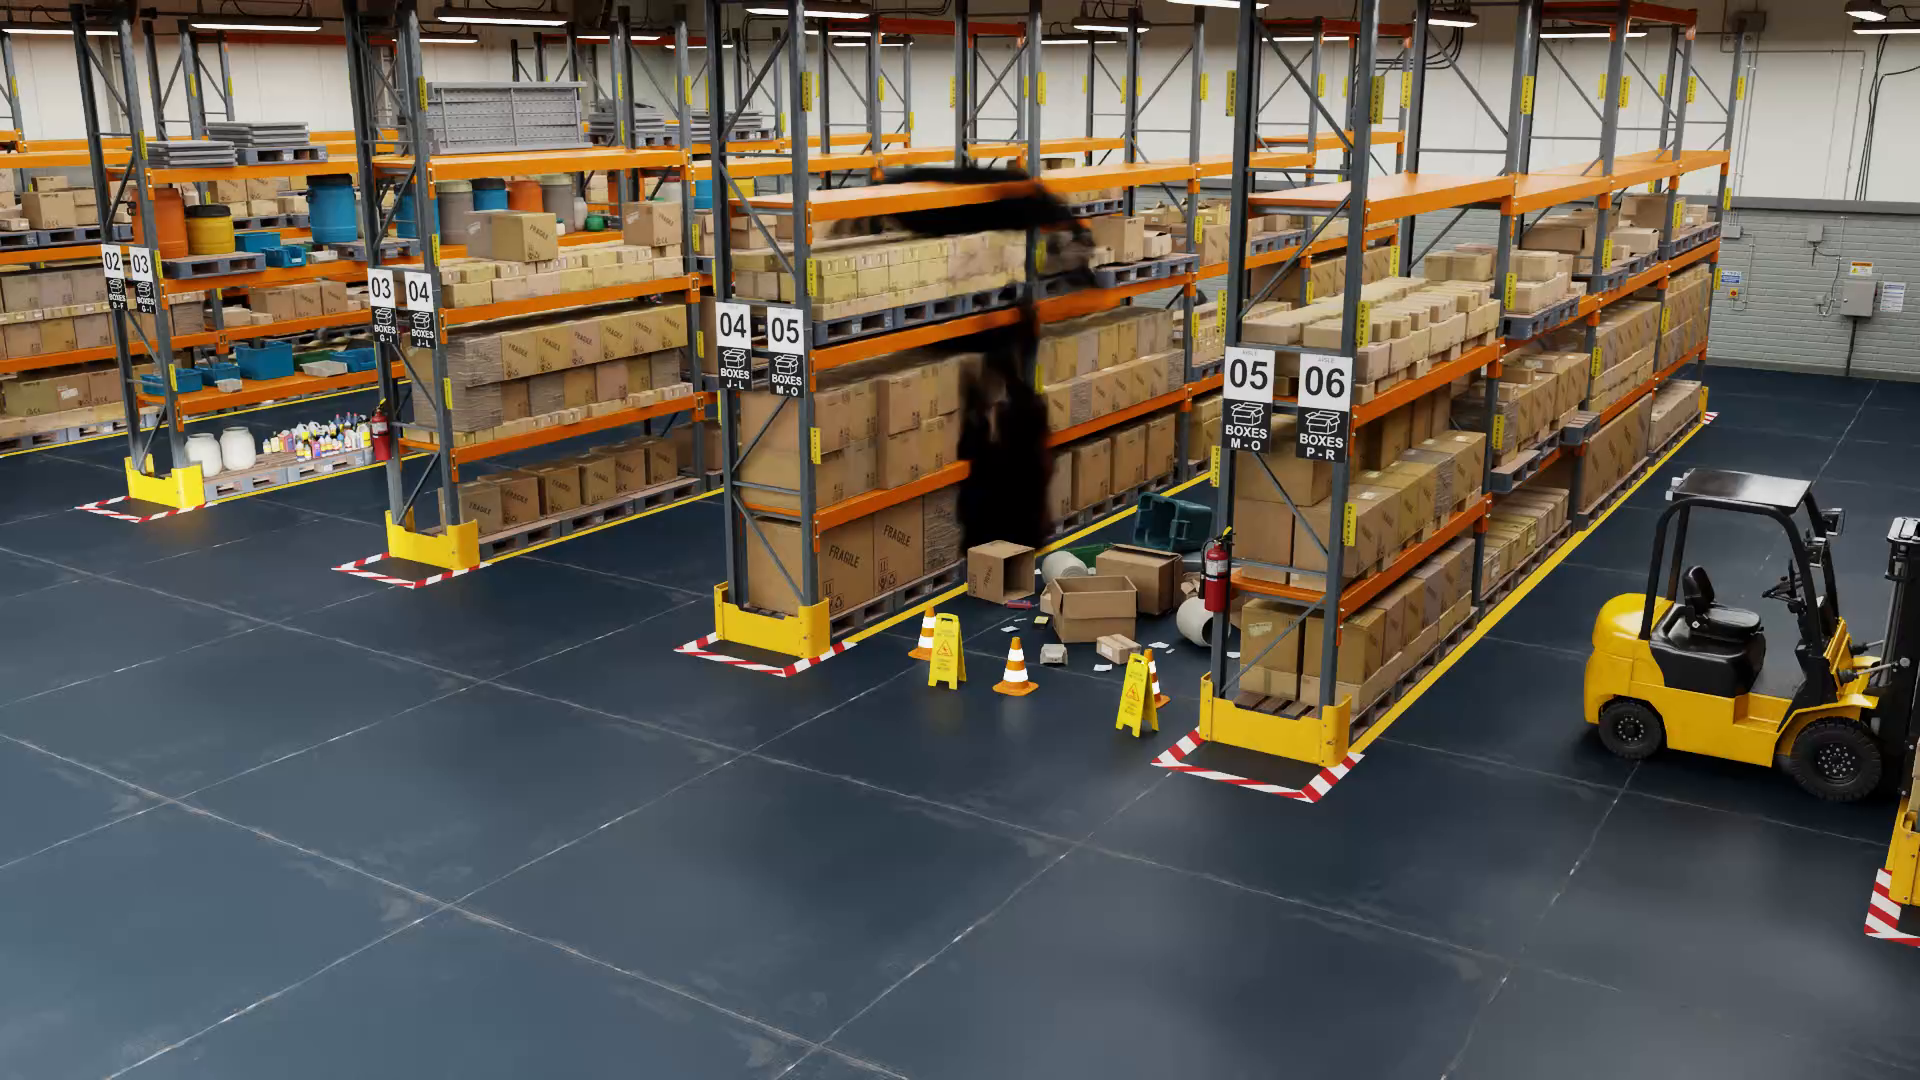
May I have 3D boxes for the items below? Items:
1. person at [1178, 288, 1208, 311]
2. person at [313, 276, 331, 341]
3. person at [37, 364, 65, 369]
[{"bbox_3d":[4.284,-3.966,30.326,0.652,1.653,0.637,-2,16,-8],"label":"person"},{"bbox_3d":[-11.768,-4.072,30.694,0.569,1.673,0.655,8,17,26],"label":"person"},{"bbox_3d":[-14.307,-2.879,26.155,0.680,1.797,0.849,7,17,24],"label":"person"}]
